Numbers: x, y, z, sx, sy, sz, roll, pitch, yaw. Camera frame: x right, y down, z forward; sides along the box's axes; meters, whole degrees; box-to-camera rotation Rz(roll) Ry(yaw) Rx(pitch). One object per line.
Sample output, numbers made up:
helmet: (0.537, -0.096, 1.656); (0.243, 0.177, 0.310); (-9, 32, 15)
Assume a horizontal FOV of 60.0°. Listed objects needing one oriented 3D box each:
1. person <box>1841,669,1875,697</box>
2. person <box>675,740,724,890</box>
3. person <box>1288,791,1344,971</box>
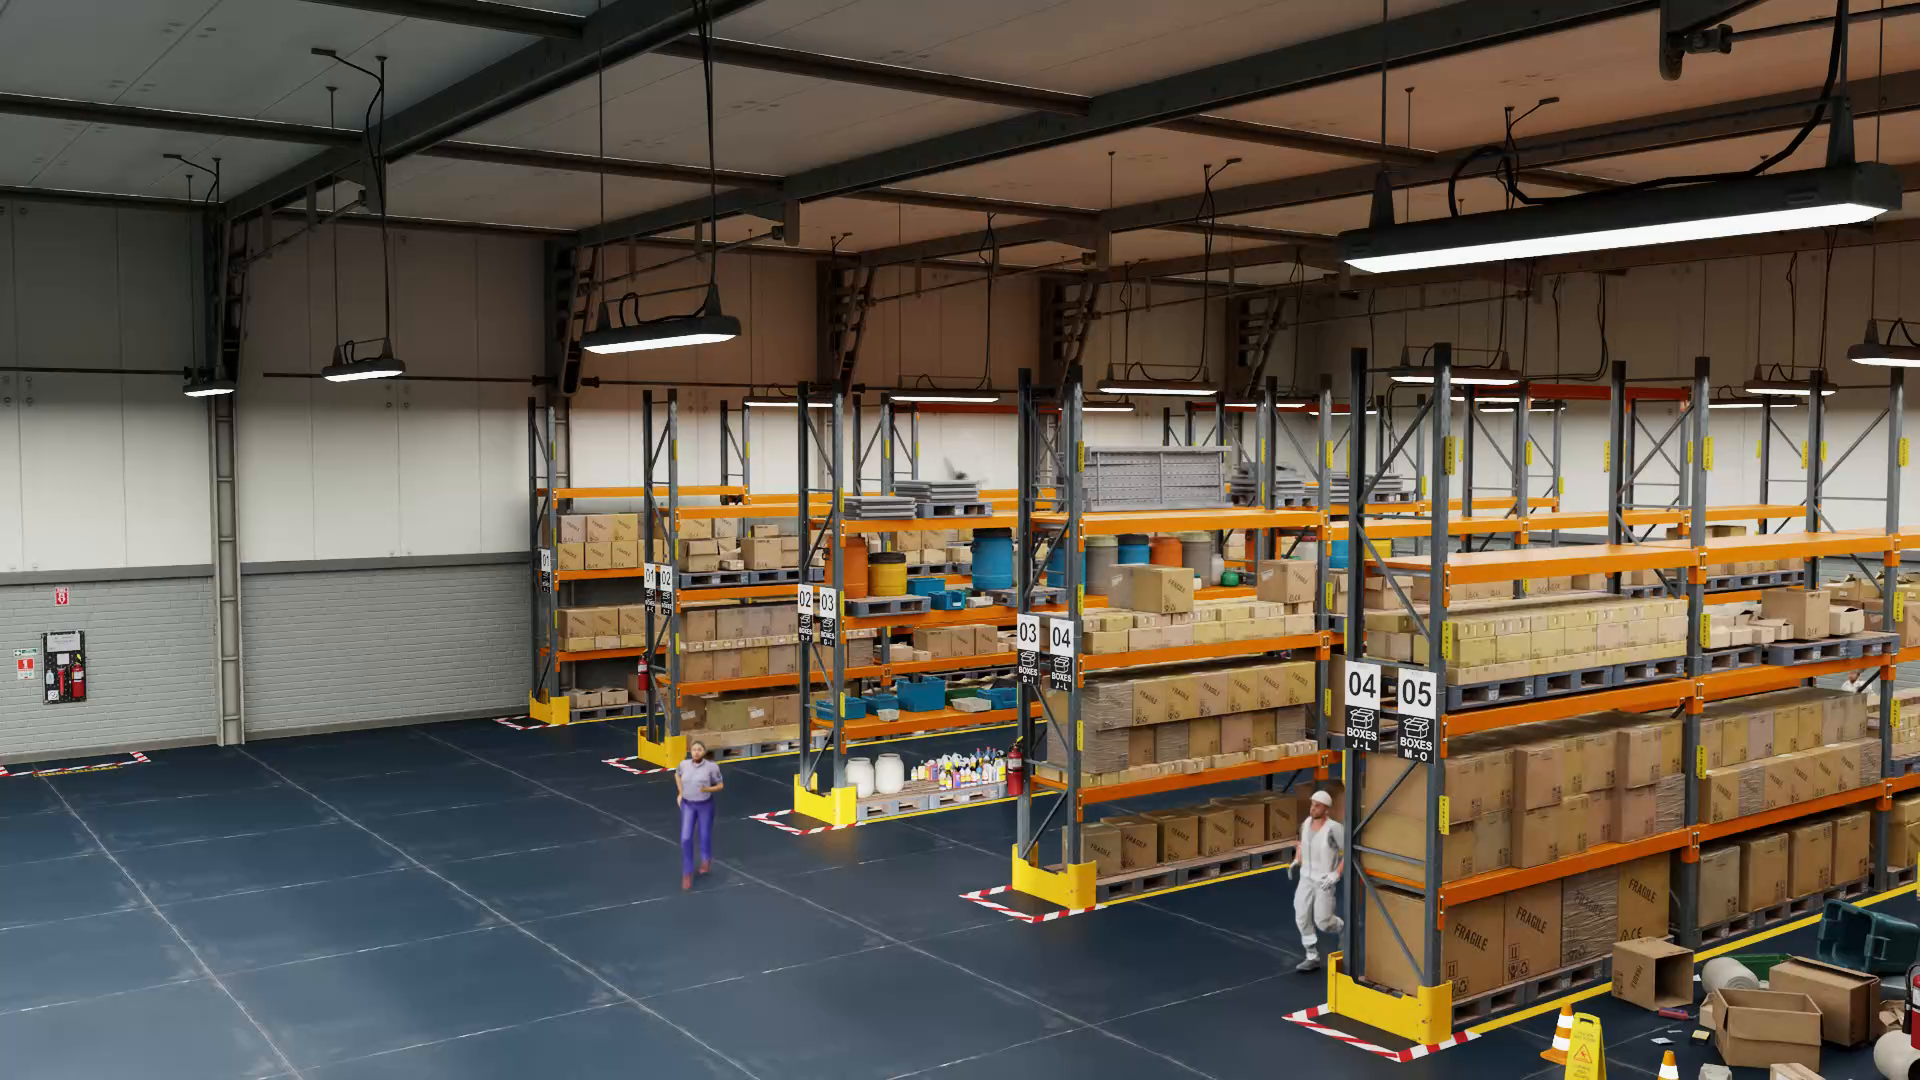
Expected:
person: (14.044, 2.785, 26.077); (0.846, 1.708, 0.593); (-3, 4, -38)
person: (-3.068, 3.196, 19.548); (0.593, 1.691, 0.826); (0, 3, -3)
person: (3.571, 3.322, 16.337); (0.725, 1.747, 0.697); (-3, 4, -39)
